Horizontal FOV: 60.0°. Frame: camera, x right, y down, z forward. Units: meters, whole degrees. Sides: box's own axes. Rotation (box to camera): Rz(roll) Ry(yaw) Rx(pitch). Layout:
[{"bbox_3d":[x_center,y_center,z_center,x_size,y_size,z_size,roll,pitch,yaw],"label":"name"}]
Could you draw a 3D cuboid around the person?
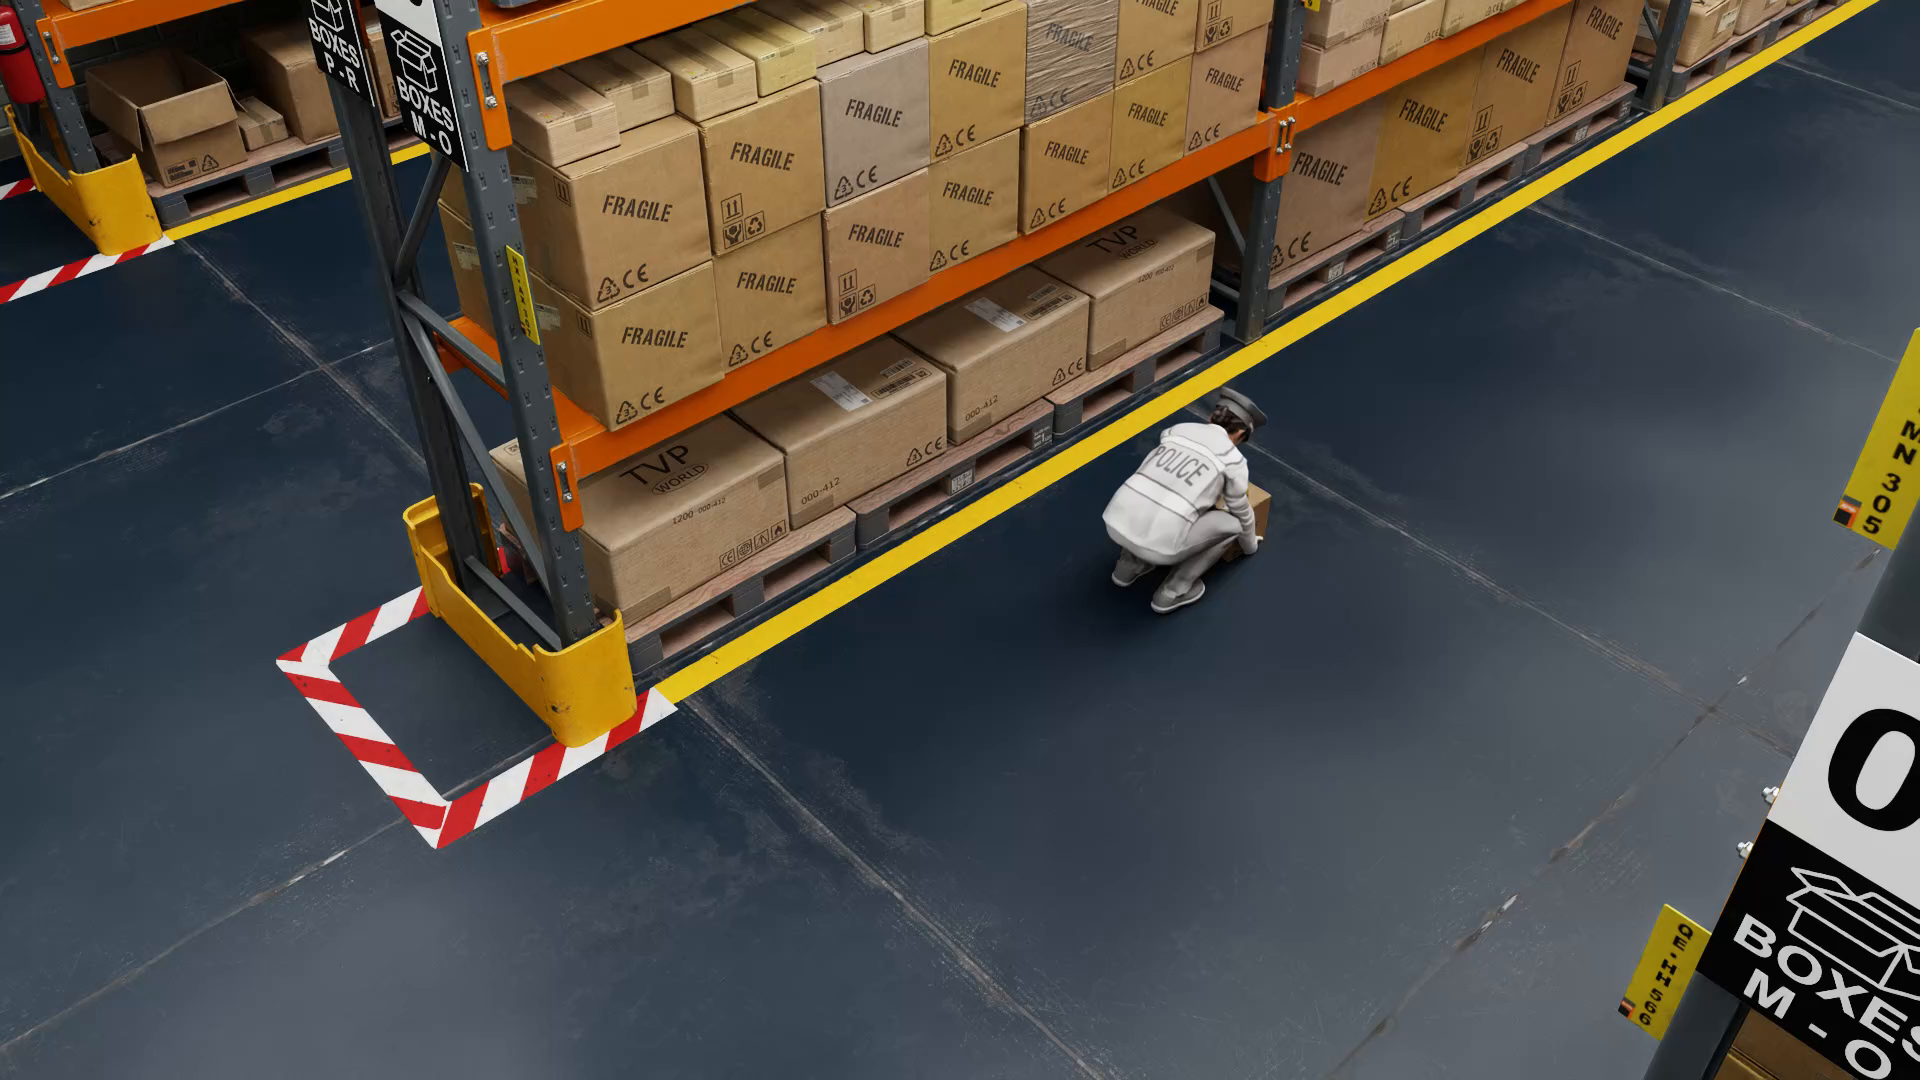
[{"bbox_3d":[0.975,-0.151,7.078,0.894,0.829,0.468,-31,49,-32],"label":"person"}]
